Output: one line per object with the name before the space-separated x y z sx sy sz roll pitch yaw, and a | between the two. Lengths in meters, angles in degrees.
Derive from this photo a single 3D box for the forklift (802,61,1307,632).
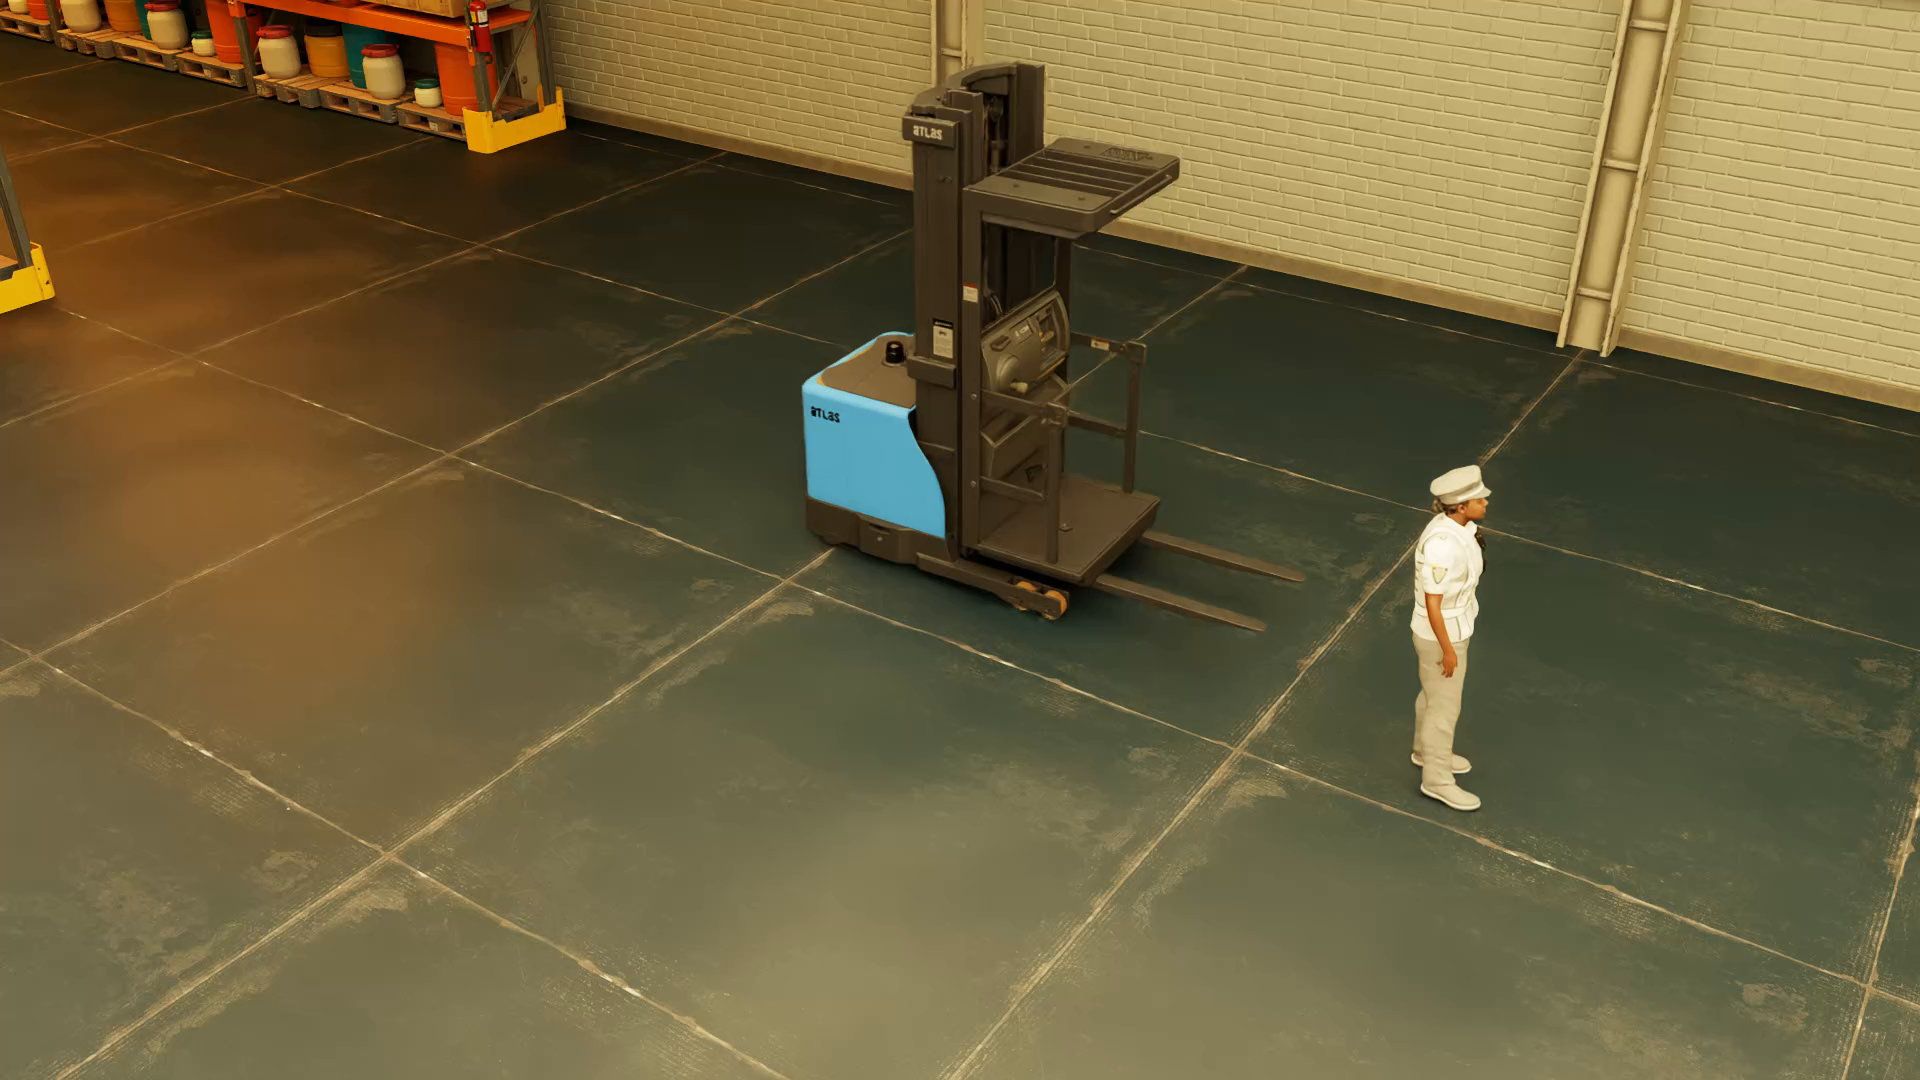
forklift | 0.556 -1.109 9.491 3.031 2.935 1.130 17 34 27

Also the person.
person | 2.414 0.442 8.046 0.512 1.702 0.554 12 32 20
